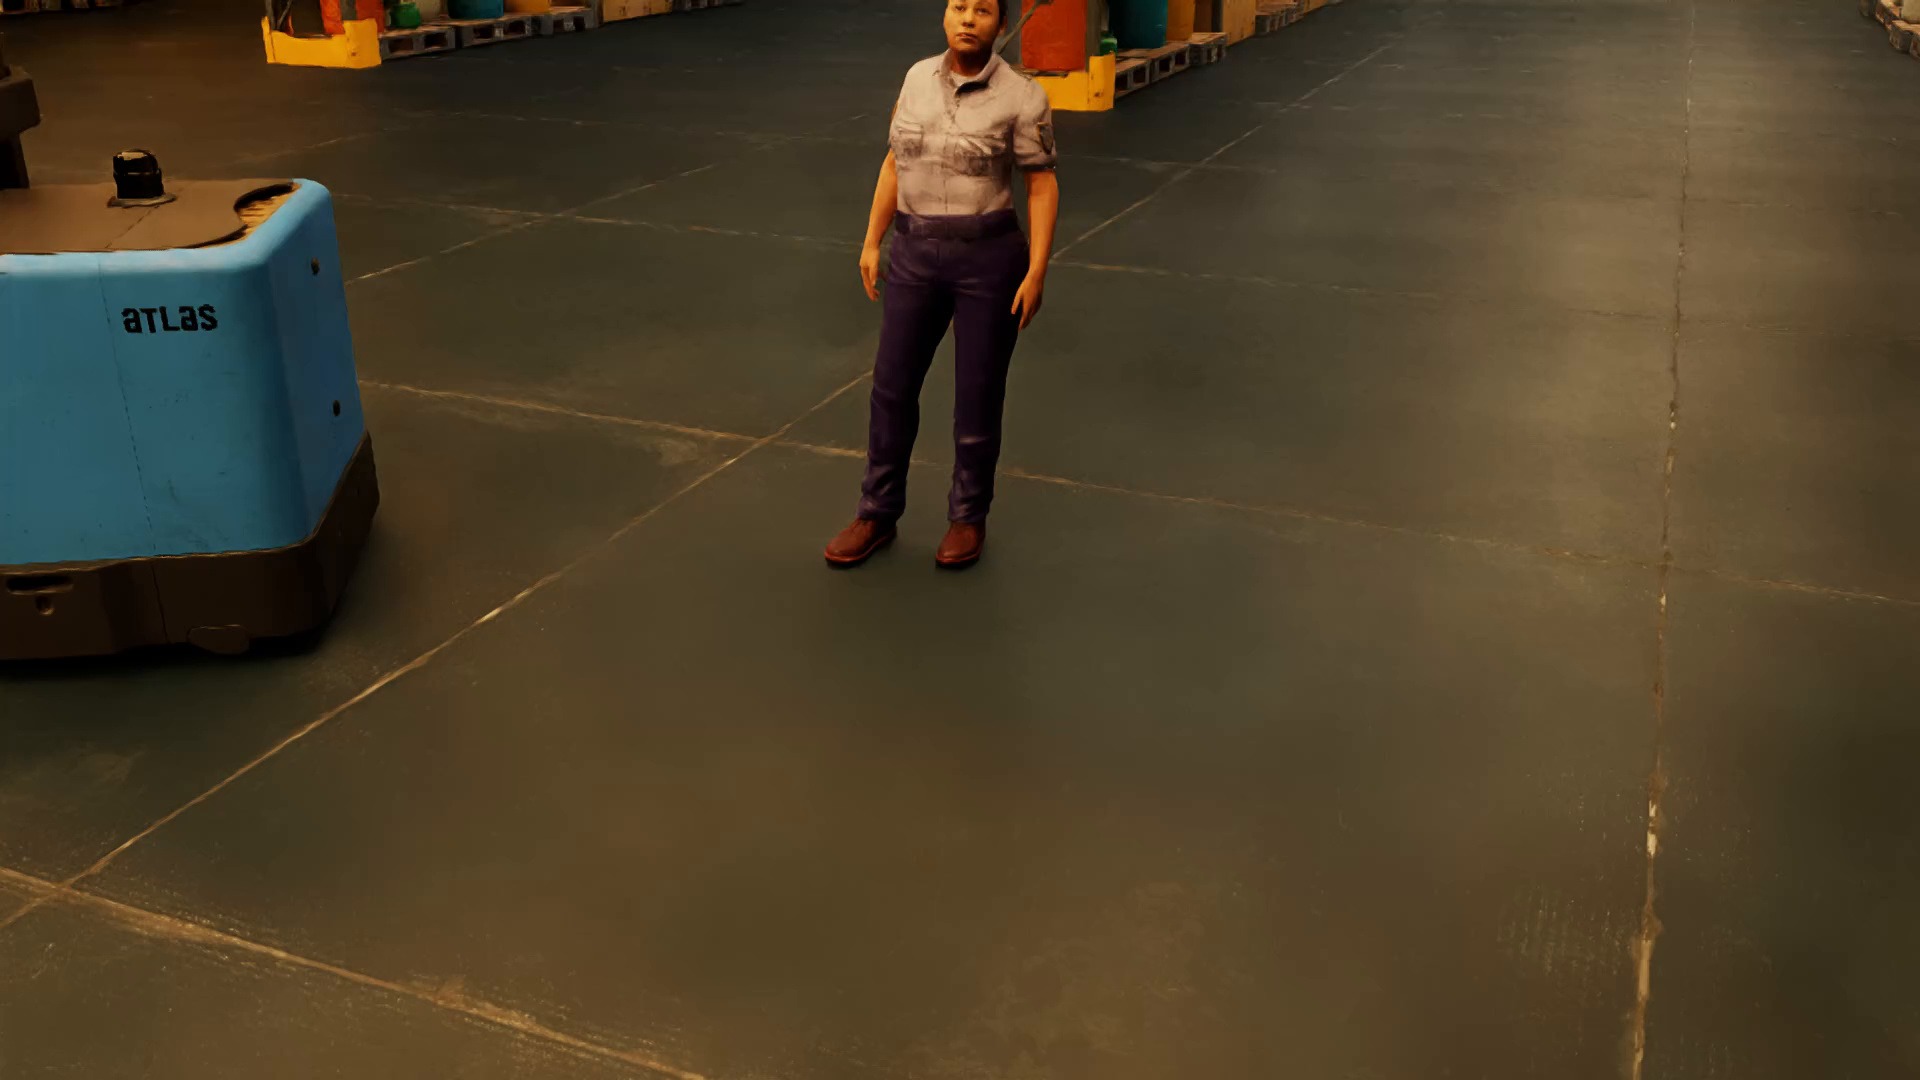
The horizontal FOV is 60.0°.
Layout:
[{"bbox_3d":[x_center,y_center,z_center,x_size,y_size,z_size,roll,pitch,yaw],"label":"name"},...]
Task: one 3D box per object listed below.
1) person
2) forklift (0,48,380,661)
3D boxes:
[{"bbox_3d":[-0.055,-0.738,4.704,0.599,1.650,0.502,9,24,21],"label":"person"},{"bbox_3d":[-3.237,-1.148,4.038,3.031,2.935,1.130,-4,23,-9],"label":"forklift"}]
